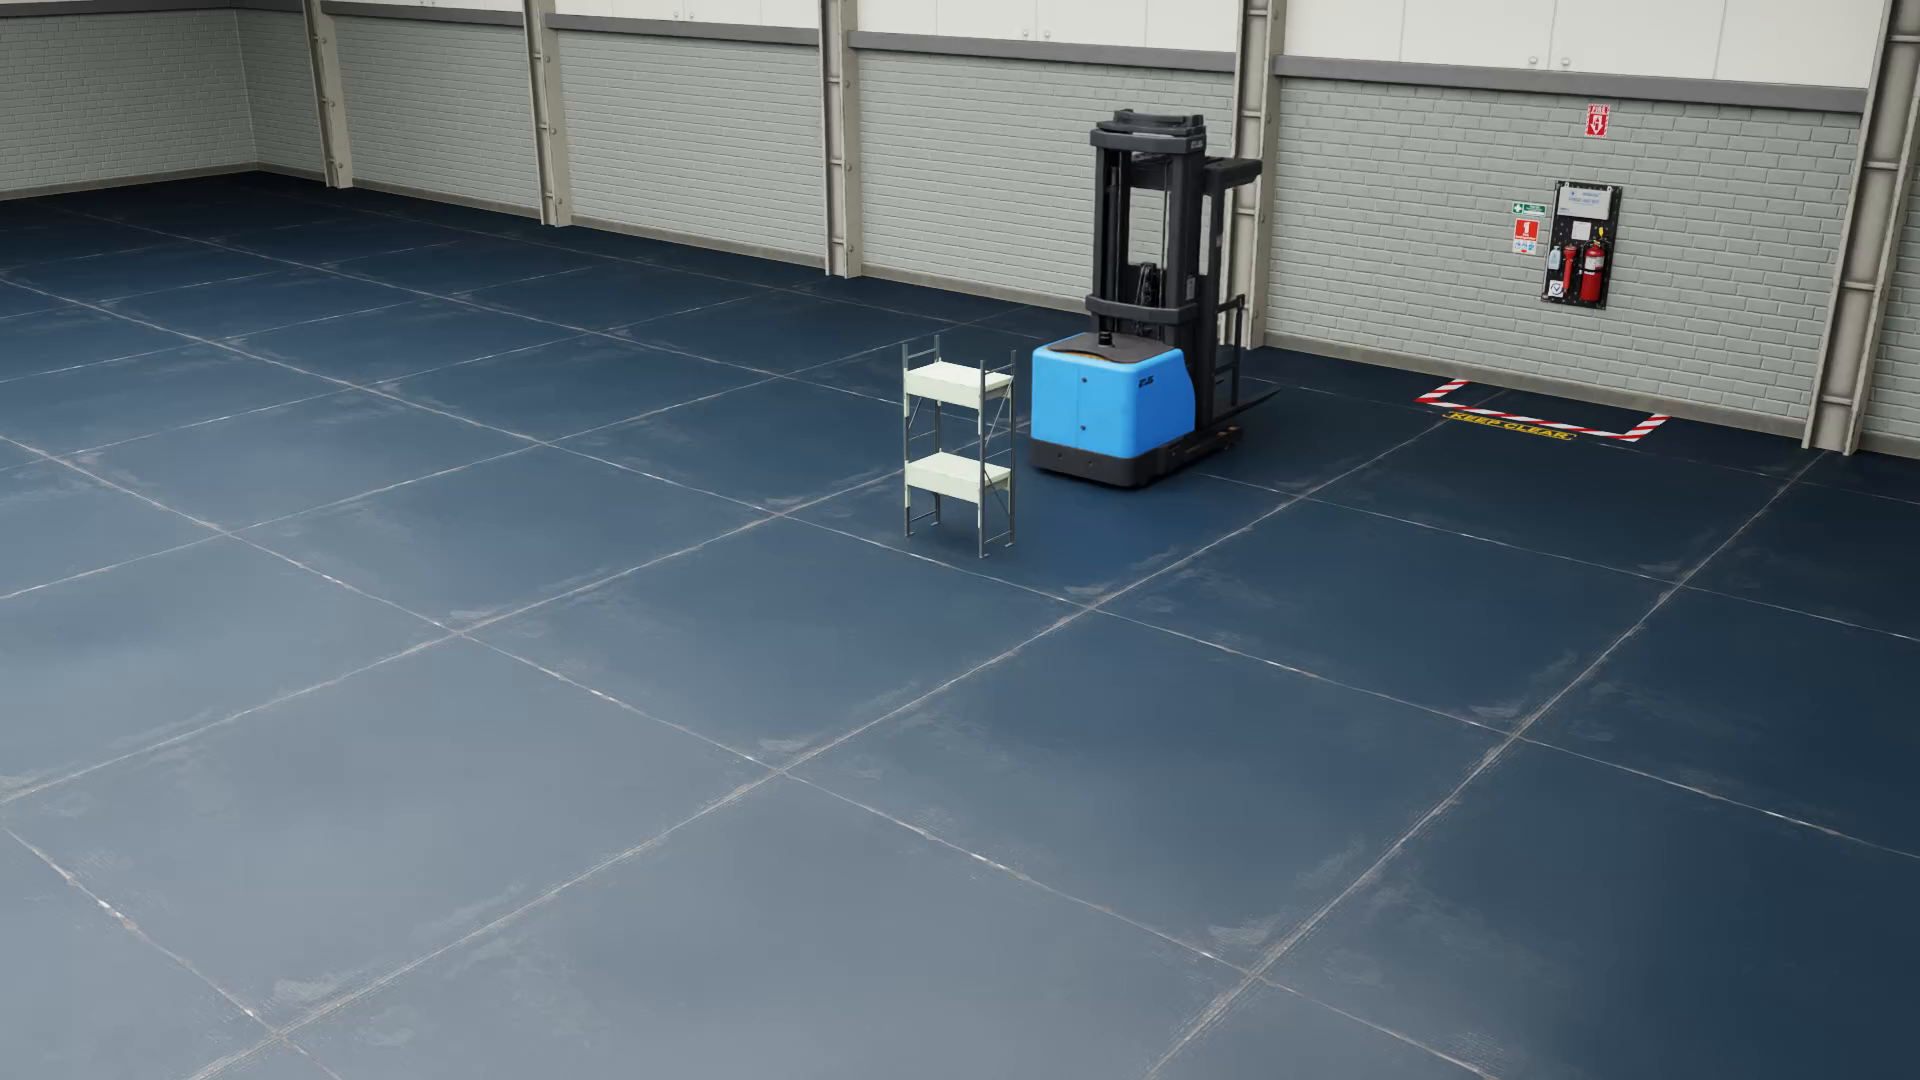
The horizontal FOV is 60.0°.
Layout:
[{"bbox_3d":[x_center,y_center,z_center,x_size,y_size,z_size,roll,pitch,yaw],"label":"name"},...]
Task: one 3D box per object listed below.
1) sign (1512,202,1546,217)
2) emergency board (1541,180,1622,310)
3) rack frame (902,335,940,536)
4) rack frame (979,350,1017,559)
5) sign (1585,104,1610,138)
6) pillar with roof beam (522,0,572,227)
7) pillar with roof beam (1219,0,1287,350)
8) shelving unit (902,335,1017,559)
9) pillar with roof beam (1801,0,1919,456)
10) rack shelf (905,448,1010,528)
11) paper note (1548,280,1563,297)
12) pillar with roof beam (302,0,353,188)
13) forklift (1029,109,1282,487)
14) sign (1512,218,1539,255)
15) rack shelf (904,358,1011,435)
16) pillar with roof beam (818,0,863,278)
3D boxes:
[{"bbox_3d":[5.514,-3.204,16.111,0.331,0.109,0.001,16,26,36],"label":"sign"},{"bbox_3d":[5.879,-2.791,15.818,0.643,1.169,0.194,16,26,36],"label":"emergency board"},{"bbox_3d":[-0.289,-0.785,12.624,0.023,1.500,0.400,16,26,36],"label":"rack frame"},{"bbox_3d":[0.278,-0.622,12.191,0.023,1.500,0.400,16,26,36],"label":"rack frame"},{"bbox_3d":[5.936,-3.905,15.486,0.199,0.298,0.001,16,26,36],"label":"sign"},{"bbox_3d":[-8.898,-7.875,20.798,0.400,9.000,9.100,16,26,36],"label":"pillar with roof beam"},{"bbox_3d":[0.399,-5.198,13.699,0.400,9.000,9.100,16,26,36],"label":"pillar with roof beam"},{"bbox_3d":[-0.005,-0.703,12.407,0.755,1.500,0.431,16,26,36],"label":"shelving unit"},{"bbox_3d":[5.047,-3.859,10.149,0.400,9.000,9.100,16,26,36],"label":"pillar with roof beam"},{"bbox_3d":[-0.005,-0.398,12.523,0.720,0.370,0.431,16,26,36],"label":"rack shelf"},{"bbox_3d":[5.785,-2.437,16.128,0.142,0.148,0.016,16,26,36],"label":"paper note"},{"bbox_3d":[-13.546,-9.214,24.348,0.400,9.000,9.100,16,26,36],"label":"pillar with roof beam"},{"bbox_3d":[1.888,-2.263,14.516,1.130,2.935,3.031,15,25,35],"label":"forklift"},{"bbox_3d":[5.516,-2.959,16.214,0.234,0.329,0.001,16,26,36],"label":"sign"},{"bbox_3d":[-0.005,-1.068,12.270,0.720,0.370,0.431,16,26,36],"label":"rack shelf"},{"bbox_3d":[-4.249,-6.537,17.249,0.400,9.000,9.100,16,26,36],"label":"pillar with roof beam"}]
